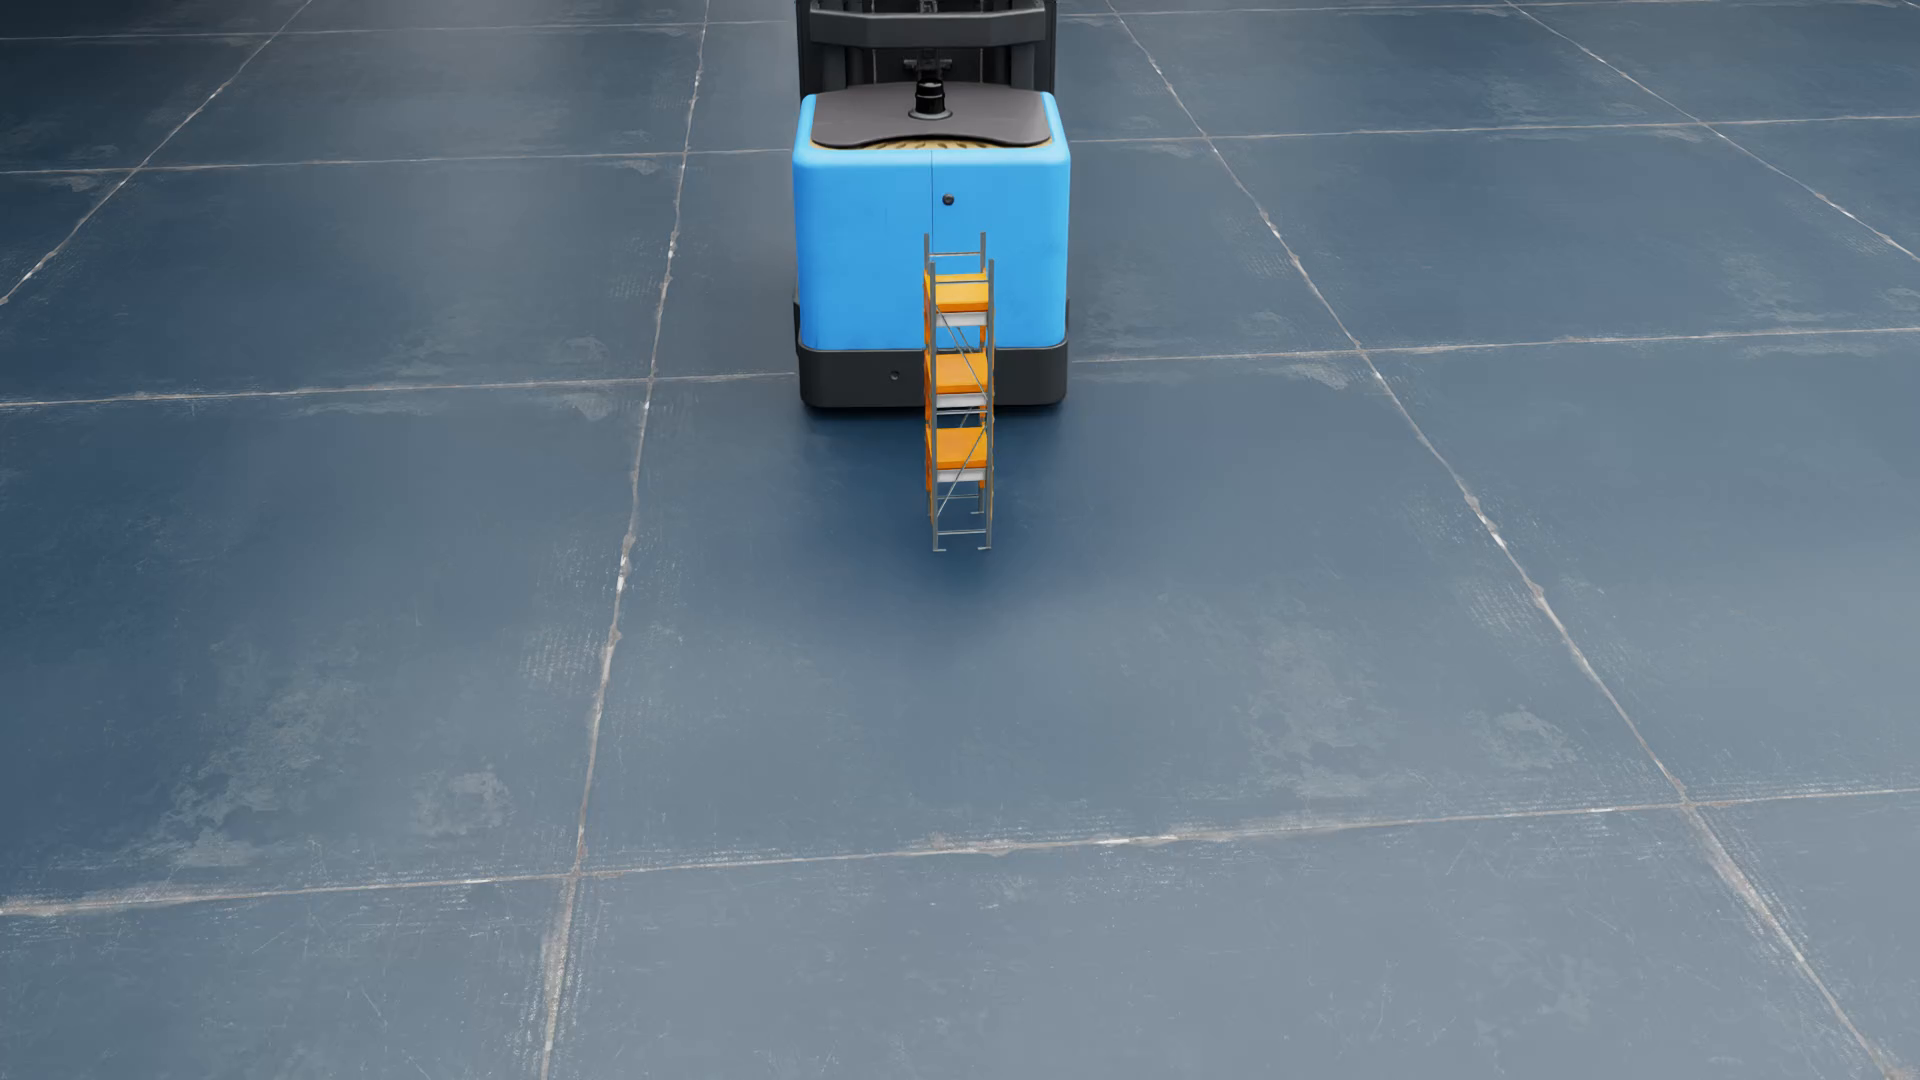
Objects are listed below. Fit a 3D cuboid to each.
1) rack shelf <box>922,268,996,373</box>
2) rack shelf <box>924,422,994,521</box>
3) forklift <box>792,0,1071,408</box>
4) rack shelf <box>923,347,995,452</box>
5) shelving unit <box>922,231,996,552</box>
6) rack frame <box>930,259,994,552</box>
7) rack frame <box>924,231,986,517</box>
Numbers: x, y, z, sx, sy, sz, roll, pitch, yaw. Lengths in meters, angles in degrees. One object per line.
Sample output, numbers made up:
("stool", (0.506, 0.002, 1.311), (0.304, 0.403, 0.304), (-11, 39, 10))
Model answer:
("rack shelf", (-0.005, -0.713, 5.386), (0.215, 0.259, 0.240), (-3, 31, -5))
("rack shelf", (-0.005, -0.230, 5.674), (0.215, 0.259, 0.240), (-3, 31, -5))
("forklift", (-0.148, -2.494, 7.067), (1.130, 2.935, 3.031), (-1, 31, -2))
("rack shelf", (-0.005, -0.469, 5.532), (0.215, 0.259, 0.240), (-3, 31, -5))
("shelving unit", (-0.005, -0.478, 5.527), (0.215, 1.050, 0.252), (-3, 31, -5))
("rack frame", (0.006, -0.416, 5.422), (0.200, 1.050, 0.008), (-3, 31, -5))
("rack frame", (-0.016, -0.540, 5.631), (0.200, 1.050, 0.008), (-3, 31, -5))
